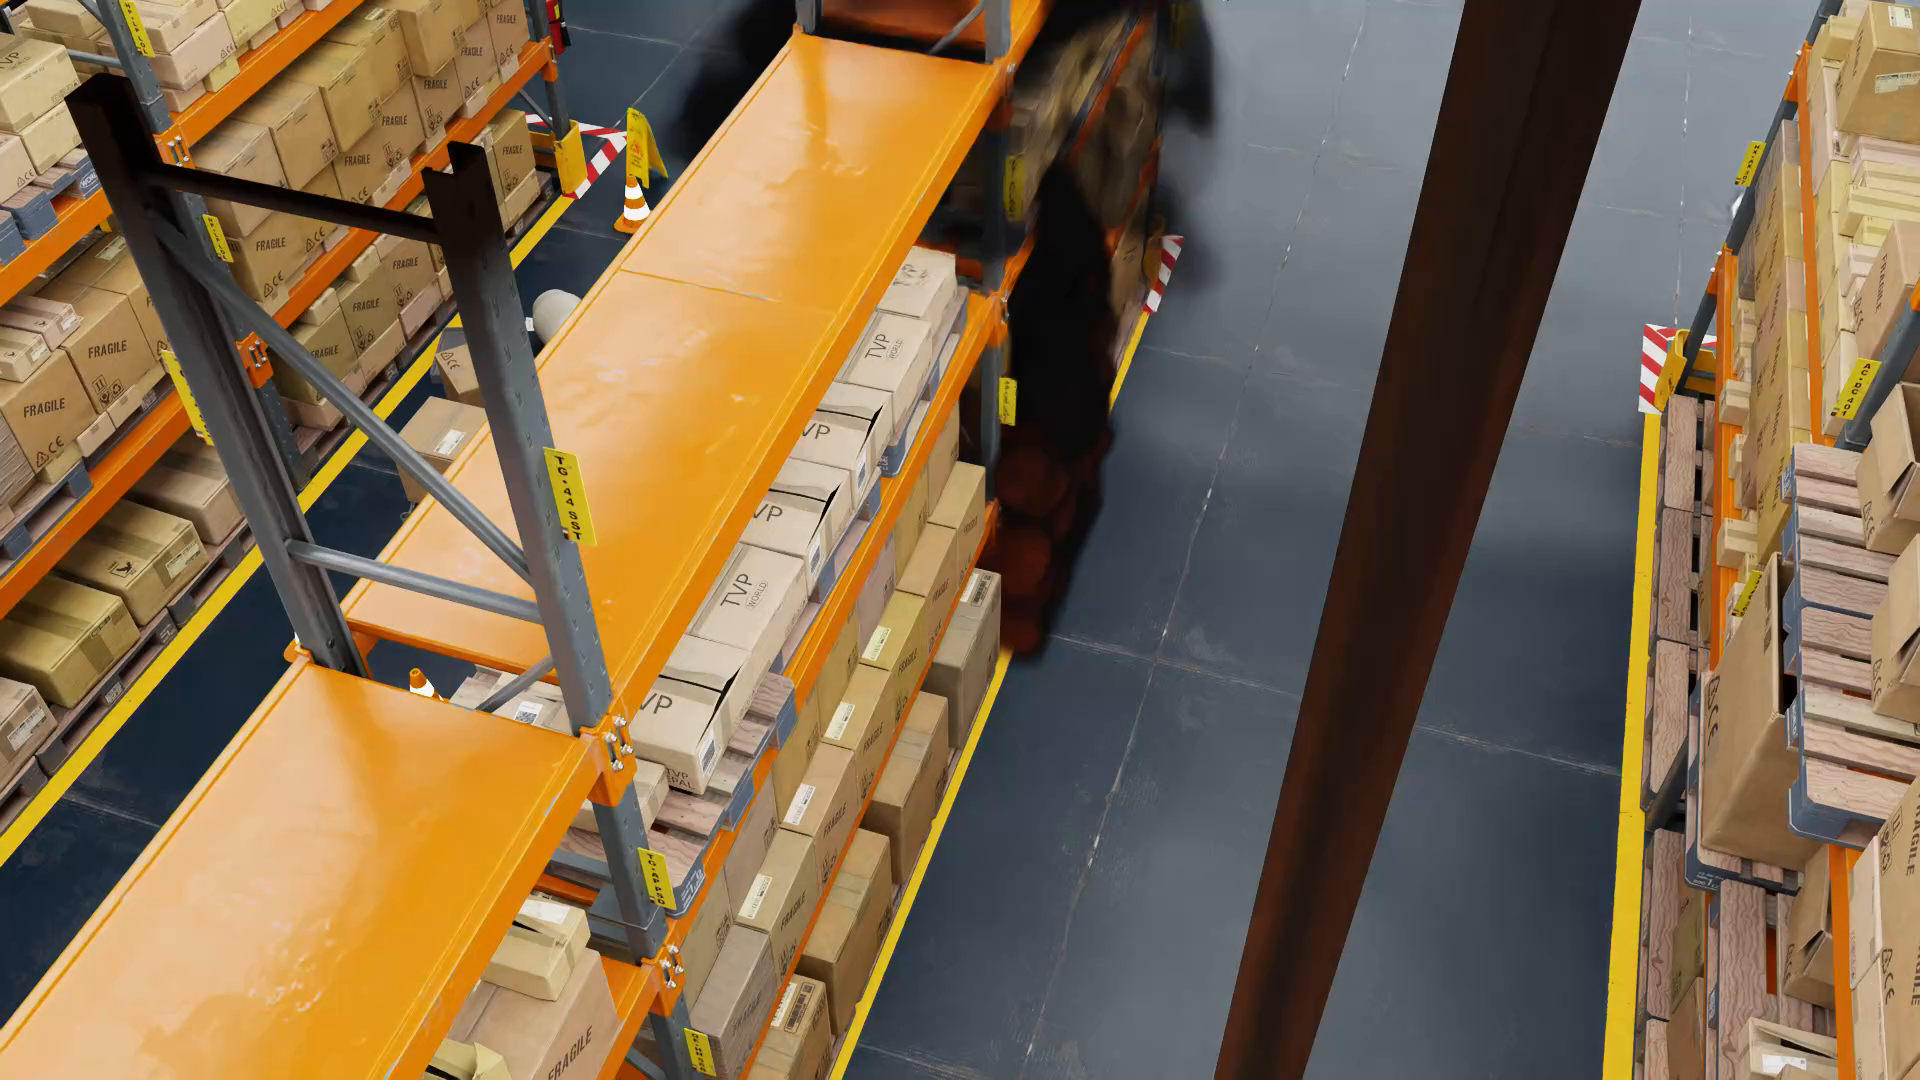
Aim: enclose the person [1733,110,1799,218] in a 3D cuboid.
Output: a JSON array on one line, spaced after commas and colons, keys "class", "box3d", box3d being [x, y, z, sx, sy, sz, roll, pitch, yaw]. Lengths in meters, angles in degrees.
[{"class": "person", "box3d": [6.216, -2.713, 12.579, 0.691, 1.743, 0.666, -16, 48, -15]}]
